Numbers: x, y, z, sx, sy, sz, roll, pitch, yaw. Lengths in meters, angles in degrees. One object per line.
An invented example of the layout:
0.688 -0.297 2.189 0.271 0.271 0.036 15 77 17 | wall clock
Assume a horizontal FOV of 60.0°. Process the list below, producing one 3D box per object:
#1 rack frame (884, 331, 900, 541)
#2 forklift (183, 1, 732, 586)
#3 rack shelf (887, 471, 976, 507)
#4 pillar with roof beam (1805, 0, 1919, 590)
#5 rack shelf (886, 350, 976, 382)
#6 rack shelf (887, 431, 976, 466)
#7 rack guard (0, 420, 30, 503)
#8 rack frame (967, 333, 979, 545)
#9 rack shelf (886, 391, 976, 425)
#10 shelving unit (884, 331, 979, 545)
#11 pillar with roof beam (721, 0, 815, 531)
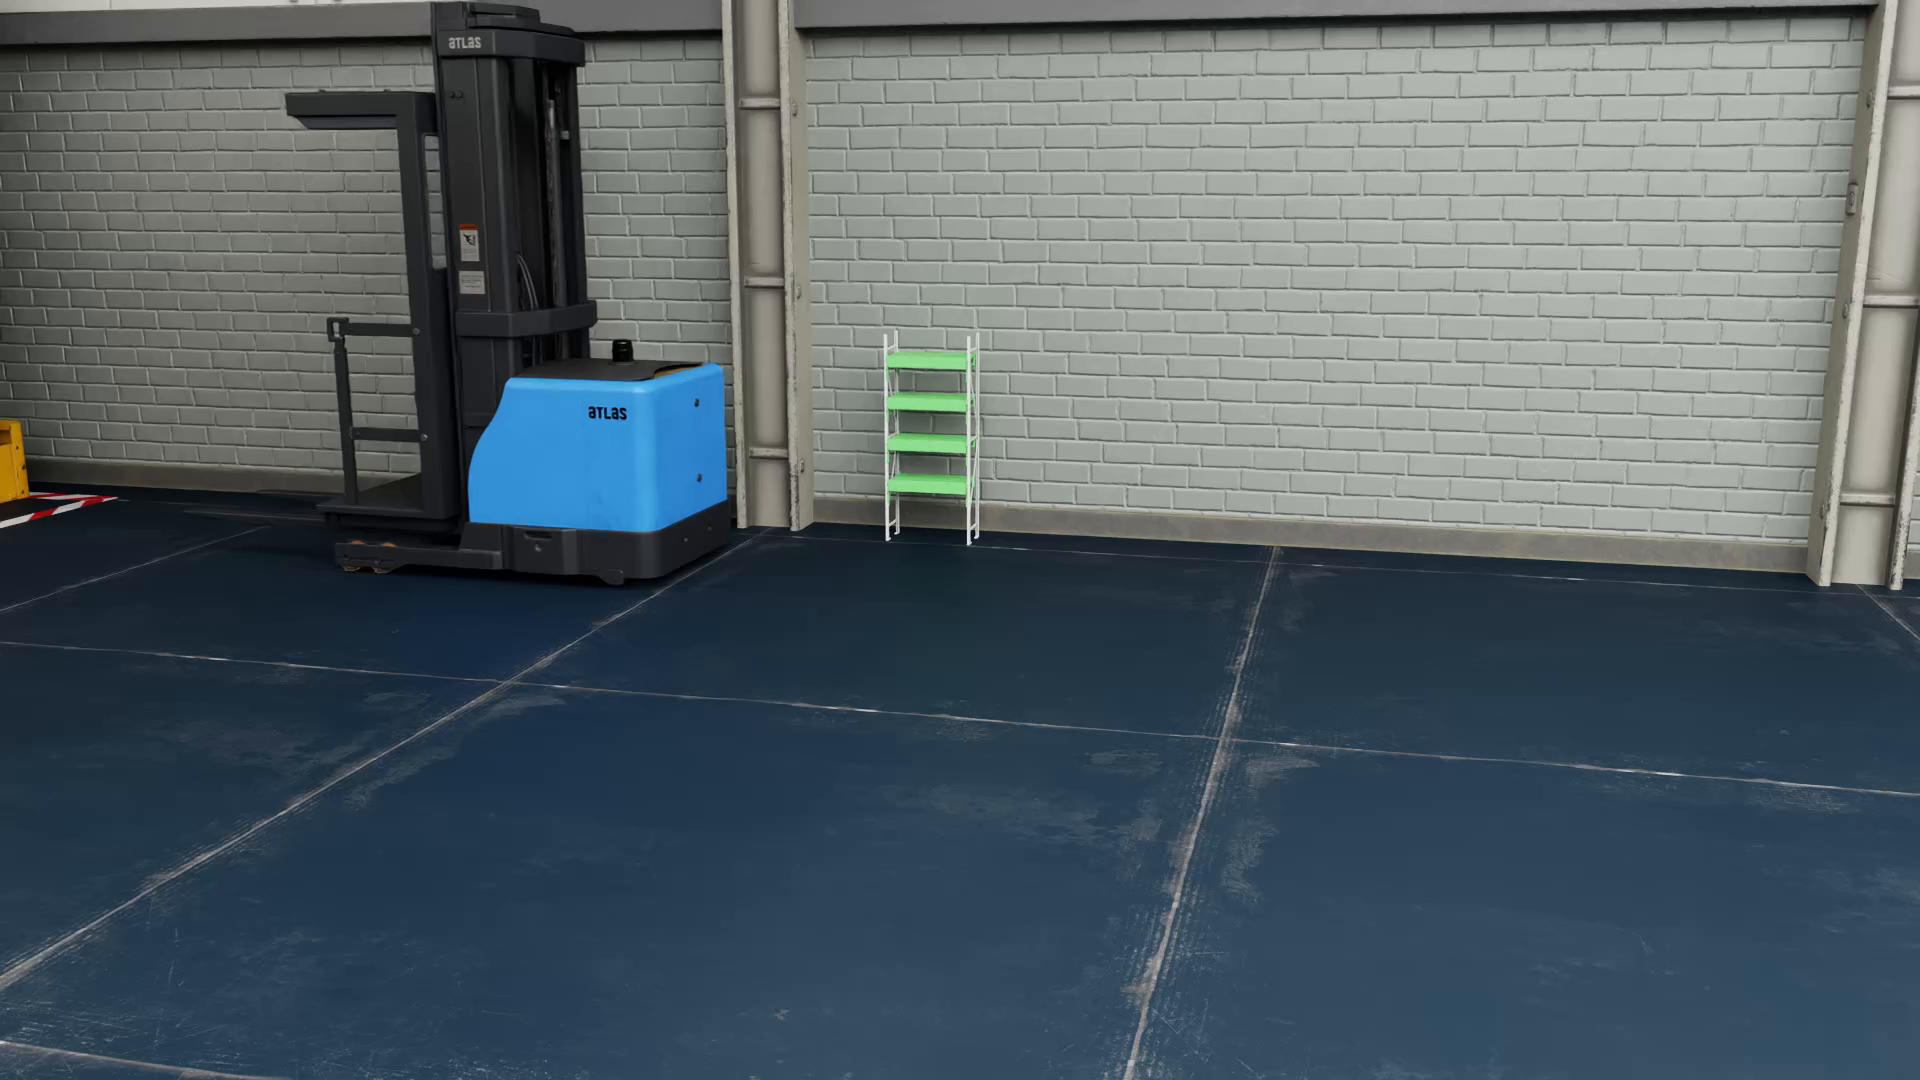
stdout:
-0.398 -0.607 9.700 0.015 1.200 0.240 3 13 14 | rack frame
-2.866 -1.354 9.072 3.031 2.935 1.130 4 13 16 | forklift
-0.161 -0.298 9.708 0.480 0.148 0.258 3 13 14 | rack shelf
3.670 -3.273 3.710 0.400 9.000 9.100 3 13 14 | pillar with roof beam
-0.161 -1.001 9.552 0.480 0.148 0.258 3 13 14 | rack shelf
-0.161 -0.532 9.656 0.480 0.148 0.258 3 13 14 | rack shelf
-6.465 -0.425 10.495 0.348 0.500 1.175 3 13 14 | rack guard
0.076 -0.582 9.585 0.015 1.200 0.240 3 13 14 | rack frame
-0.161 -0.766 9.604 0.480 0.148 0.258 3 13 14 | rack shelf
-0.161 -0.594 9.642 0.503 1.200 0.258 3 13 14 | shelving unit
-2.155 -3.584 5.113 0.400 9.000 9.100 3 13 14 | pillar with roof beam
